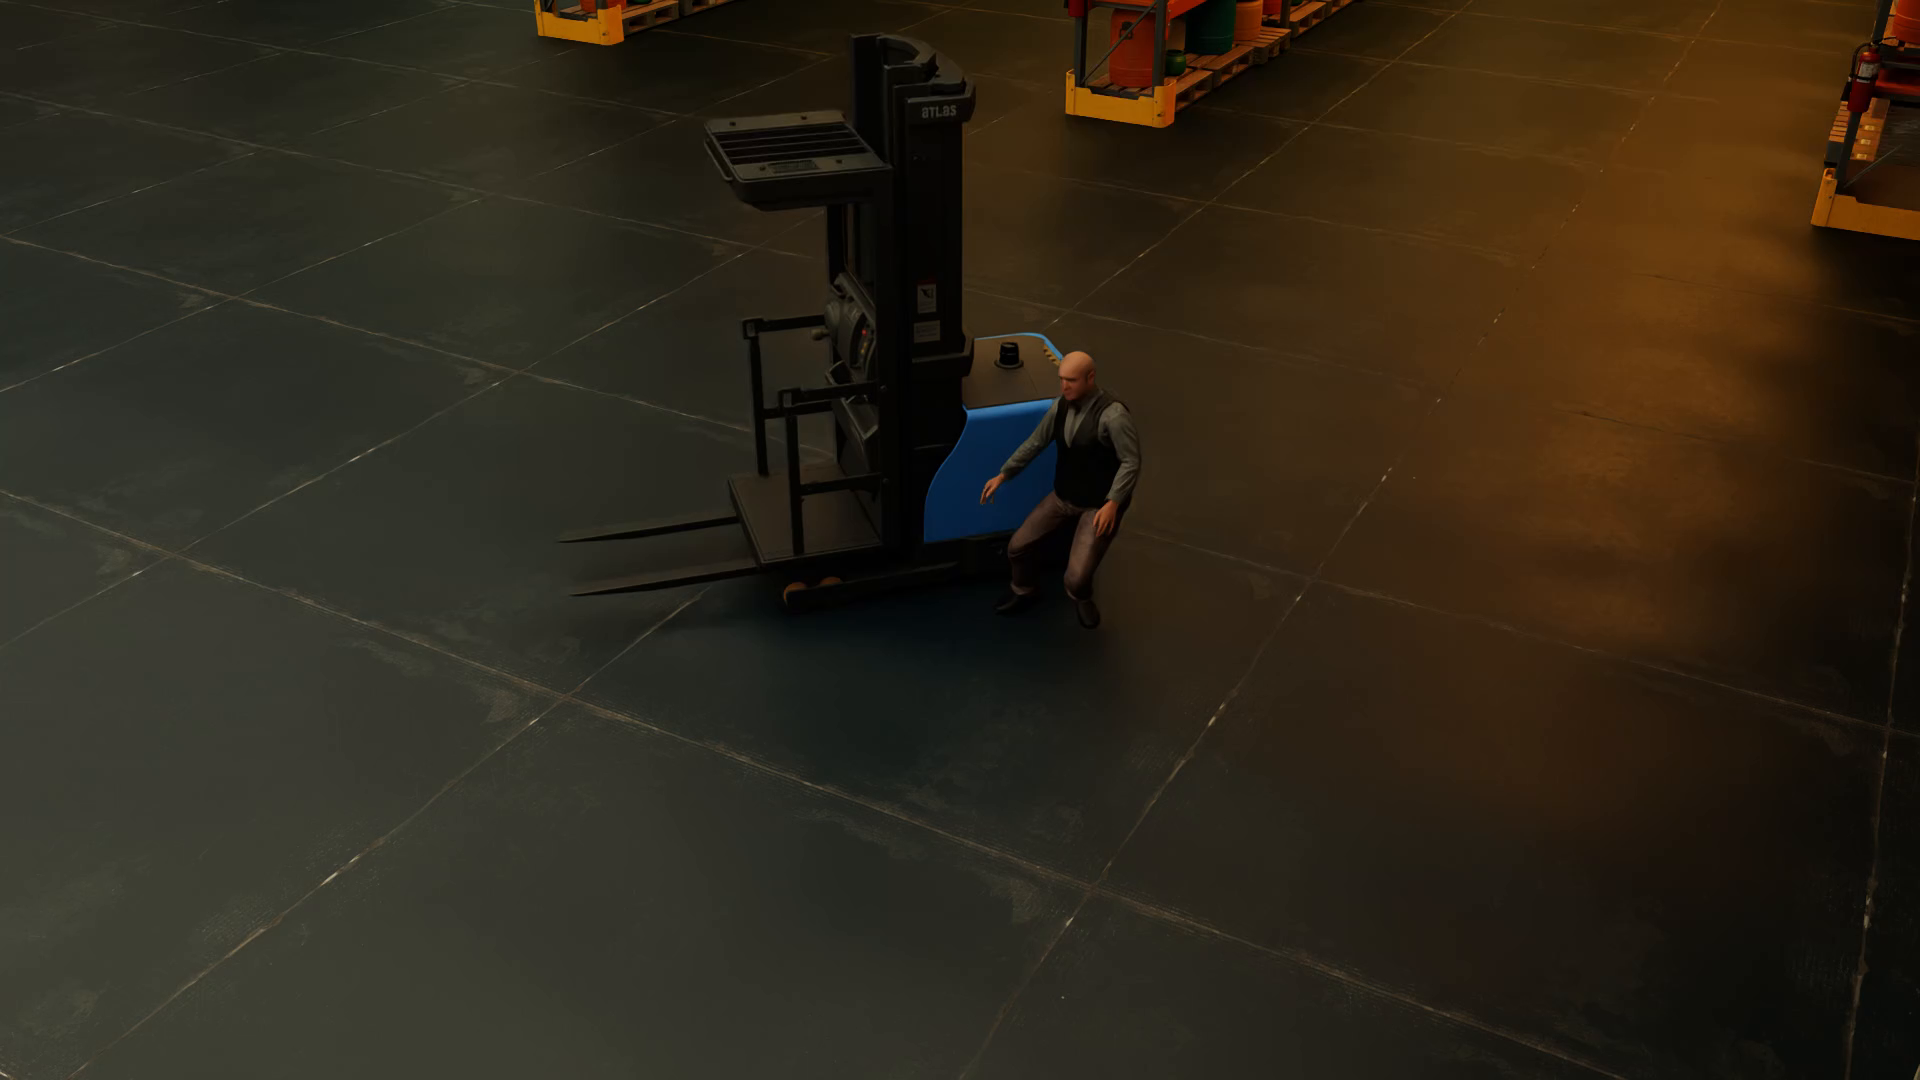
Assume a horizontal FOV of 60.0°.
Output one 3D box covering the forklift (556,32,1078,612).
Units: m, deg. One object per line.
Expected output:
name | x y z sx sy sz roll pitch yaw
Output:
forklift | -0.783 -1.161 9.083 3.031 2.935 1.130 -9 31 -15

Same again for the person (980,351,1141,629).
person | 0.562 -0.217 8.793 0.649 1.586 0.759 -24 37 -35
